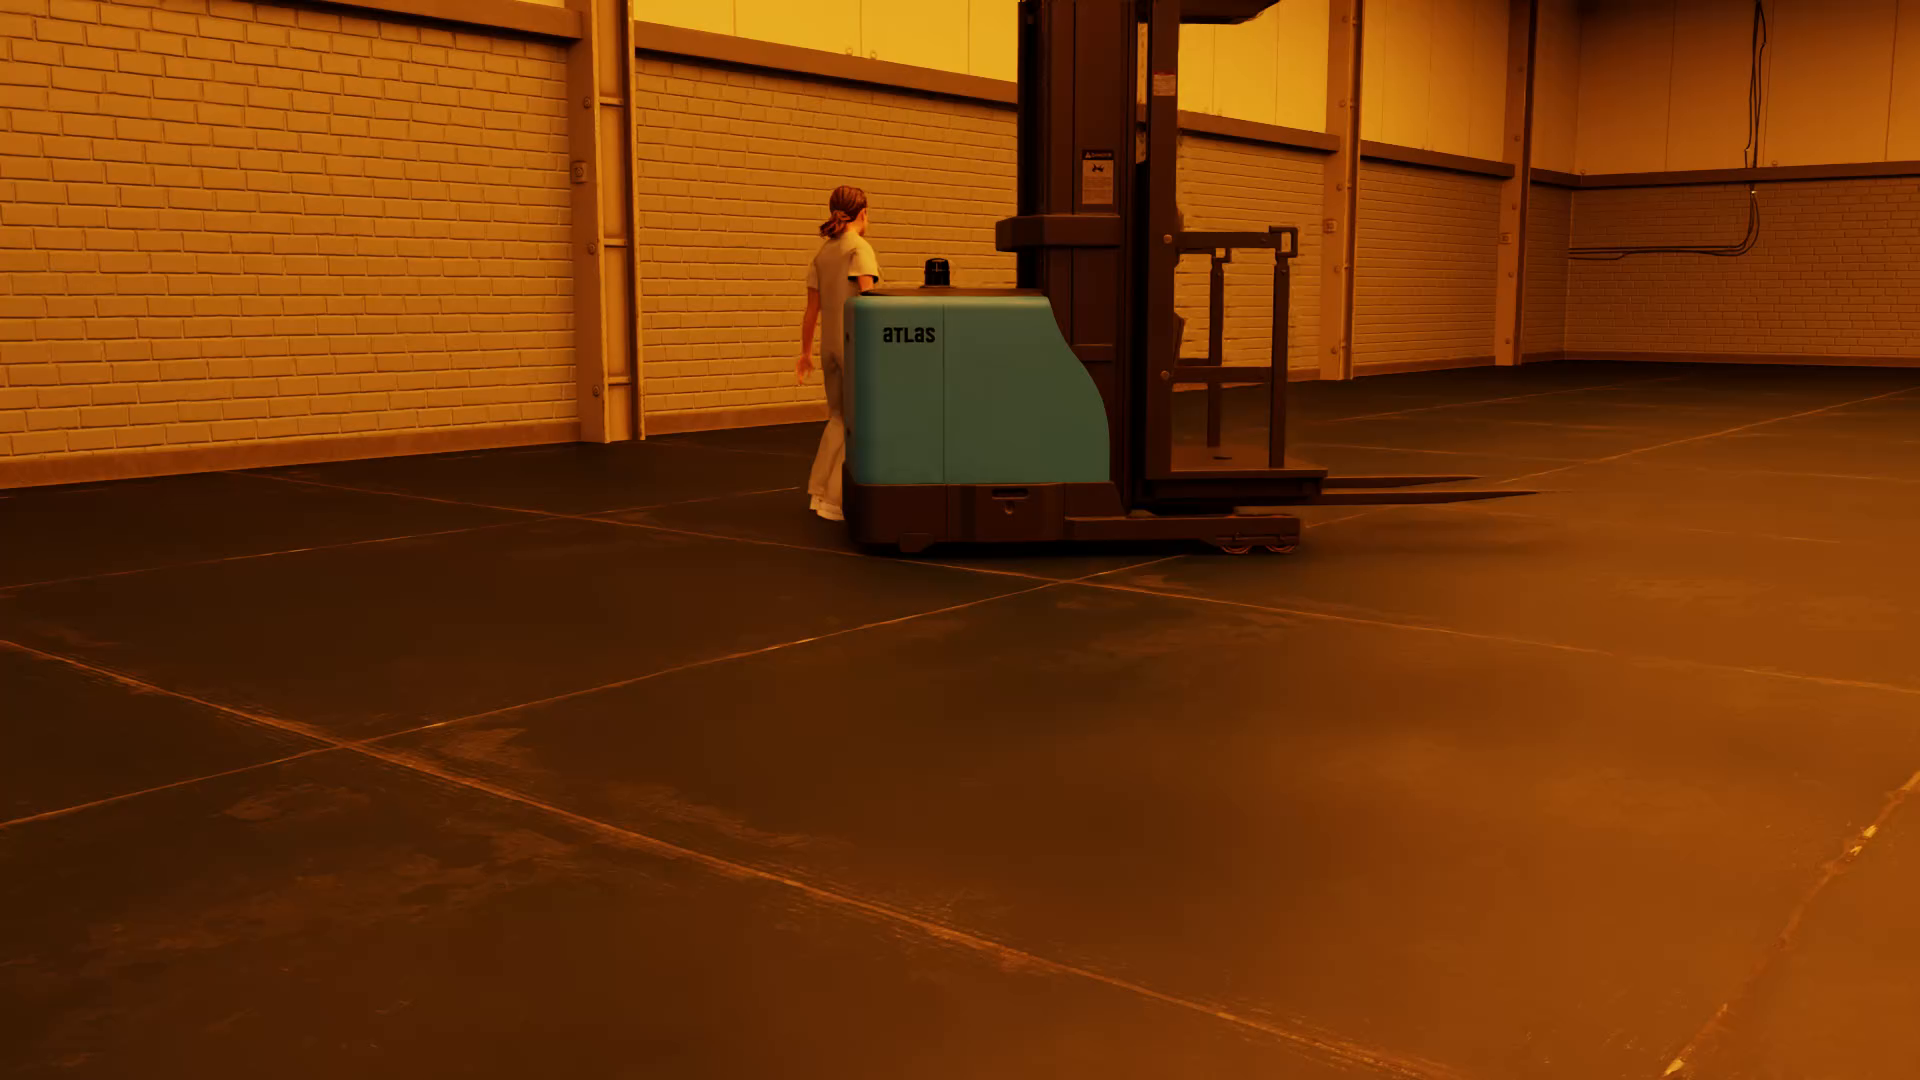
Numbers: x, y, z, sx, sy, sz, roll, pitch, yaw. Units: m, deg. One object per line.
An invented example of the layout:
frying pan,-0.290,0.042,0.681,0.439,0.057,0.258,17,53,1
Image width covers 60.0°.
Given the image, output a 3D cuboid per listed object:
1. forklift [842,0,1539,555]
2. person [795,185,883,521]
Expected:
forklift,1.010,-1.464,7.288,3.031,2.935,1.130,-1,8,-7
person,-0.578,-0.905,8.146,0.442,1.648,0.780,-6,10,-34
